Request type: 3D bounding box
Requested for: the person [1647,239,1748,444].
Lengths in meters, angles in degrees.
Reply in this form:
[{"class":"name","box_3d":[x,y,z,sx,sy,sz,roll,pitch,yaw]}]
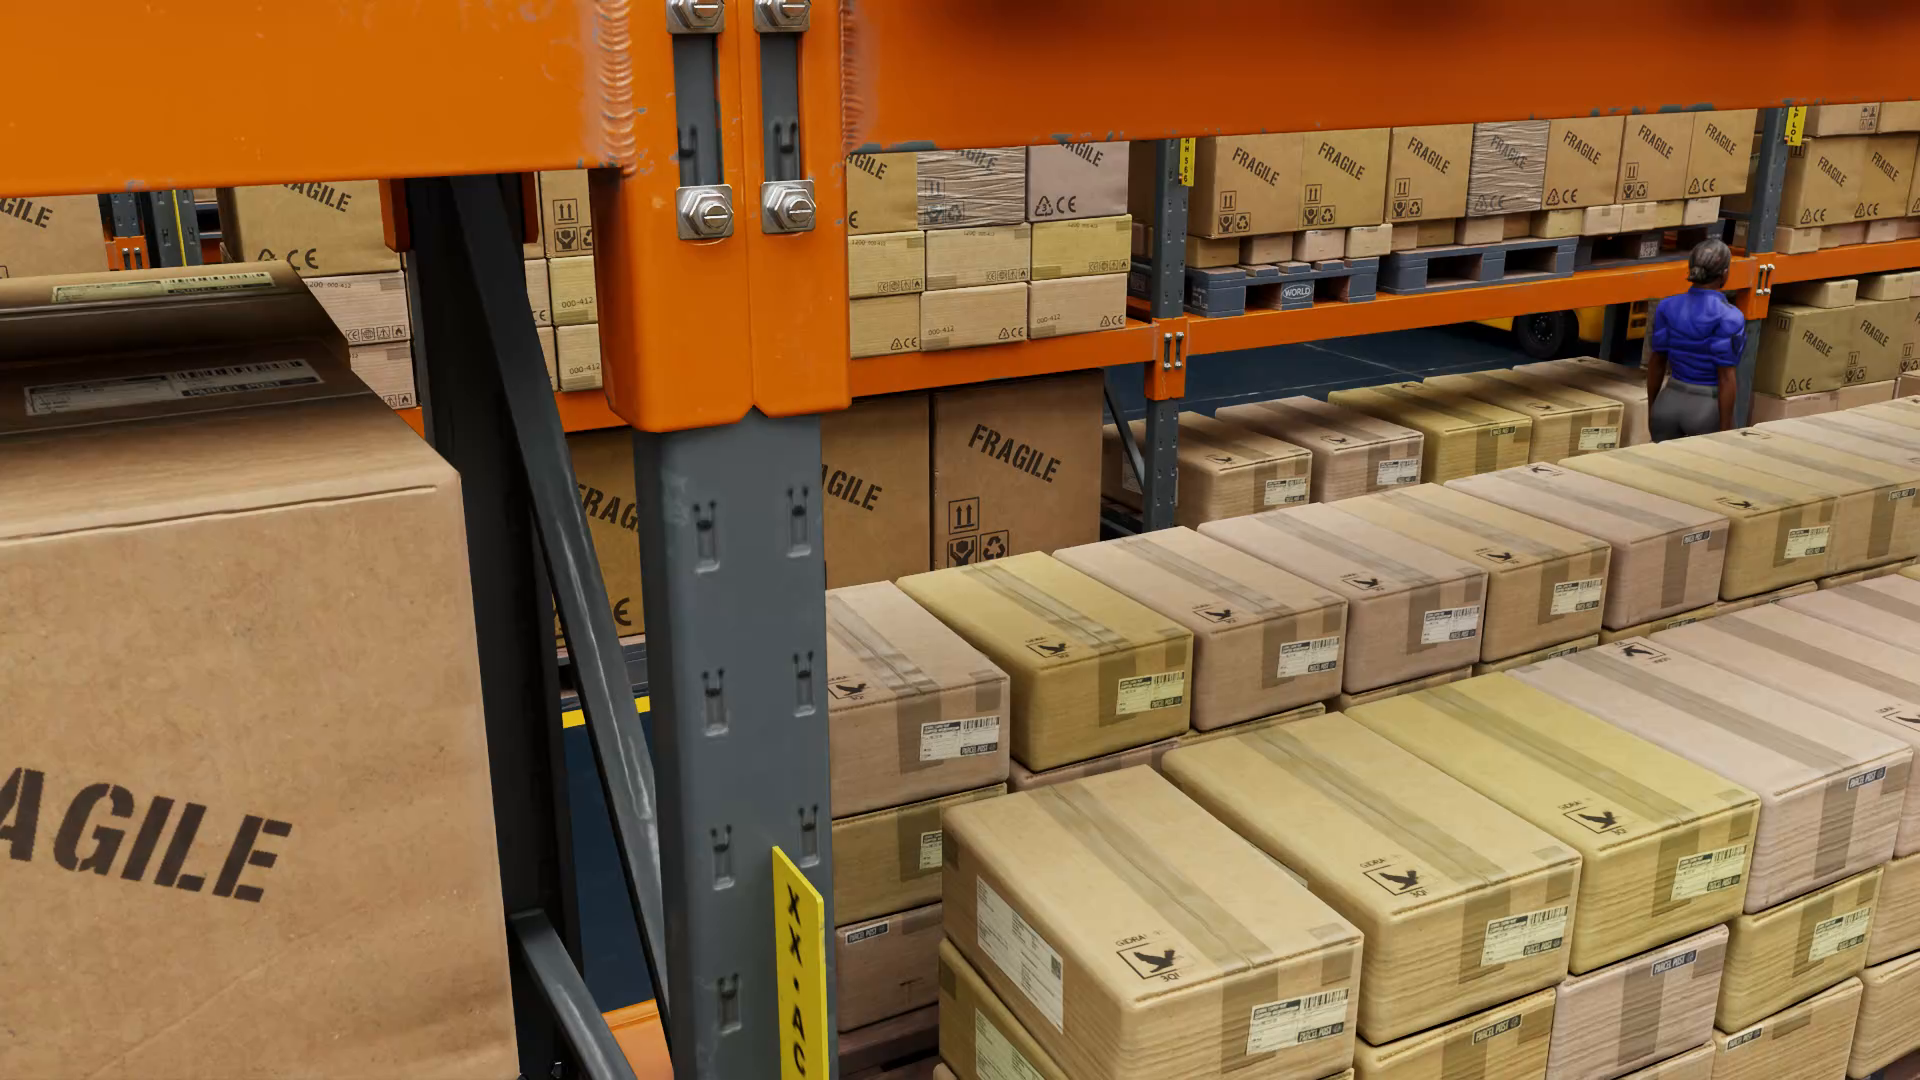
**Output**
[{"class":"person","box_3d":[3.400,-0.534,7.703,0.395,1.722,0.467,-13,23,-34]}]
